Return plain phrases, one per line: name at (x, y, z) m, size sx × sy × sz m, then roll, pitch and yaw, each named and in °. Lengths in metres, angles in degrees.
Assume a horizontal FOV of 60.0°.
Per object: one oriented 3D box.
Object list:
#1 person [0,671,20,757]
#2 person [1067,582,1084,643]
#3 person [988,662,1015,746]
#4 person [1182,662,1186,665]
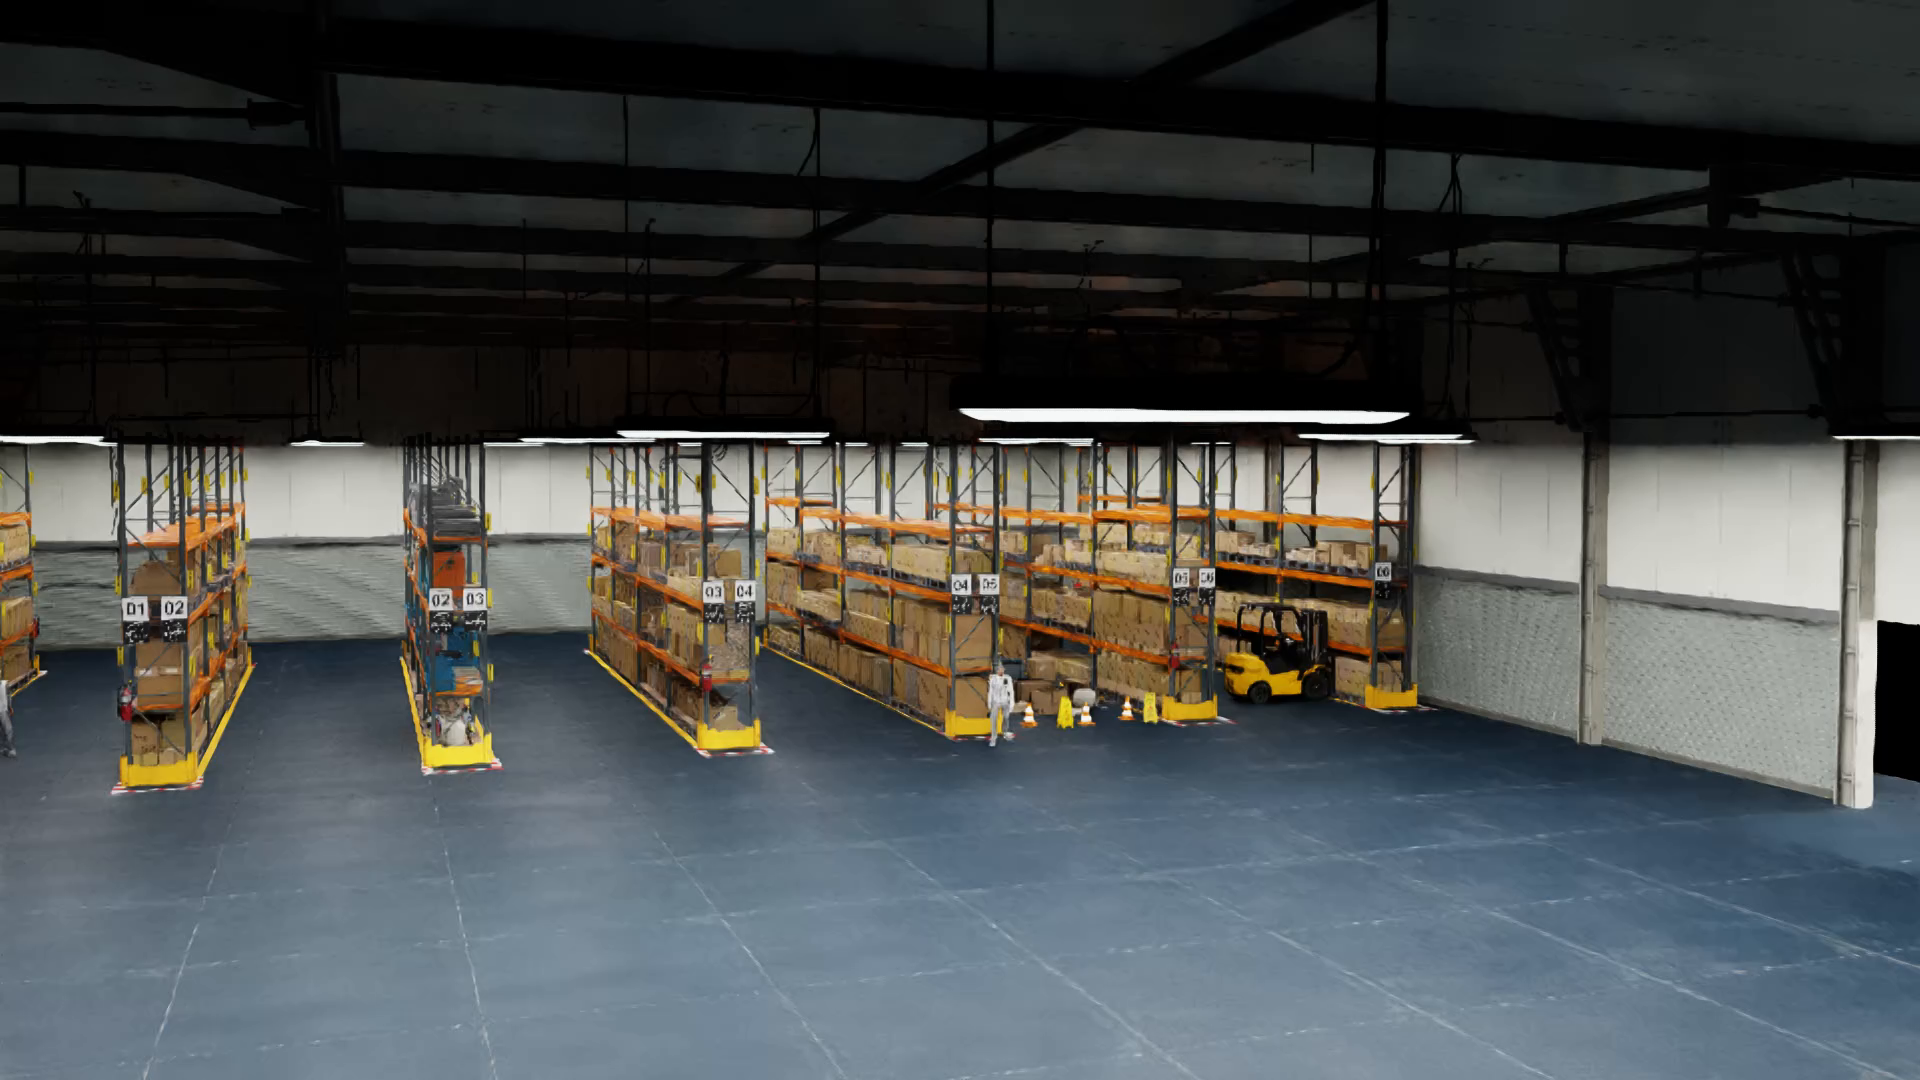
person at (-17.858, 3.155, 30.767) m, size 0.682 × 1.713 × 0.844 m, roll -2°, pitch 4°, yaw -37°
person at (3.452, 2.115, 48.746) m, size 0.578 × 1.785 × 0.679 m, roll -1°, pitch 3°, yaw -9°
person at (0.793, 3.133, 32.109) m, size 0.520 × 1.618 × 0.943 m, roll 0°, pitch 3°, yaw 2°
person at (5.624, 2.478, 43.271) m, size 0.548 × 1.663 × 0.586 m, roll 0°, pitch 3°, yaw 3°
